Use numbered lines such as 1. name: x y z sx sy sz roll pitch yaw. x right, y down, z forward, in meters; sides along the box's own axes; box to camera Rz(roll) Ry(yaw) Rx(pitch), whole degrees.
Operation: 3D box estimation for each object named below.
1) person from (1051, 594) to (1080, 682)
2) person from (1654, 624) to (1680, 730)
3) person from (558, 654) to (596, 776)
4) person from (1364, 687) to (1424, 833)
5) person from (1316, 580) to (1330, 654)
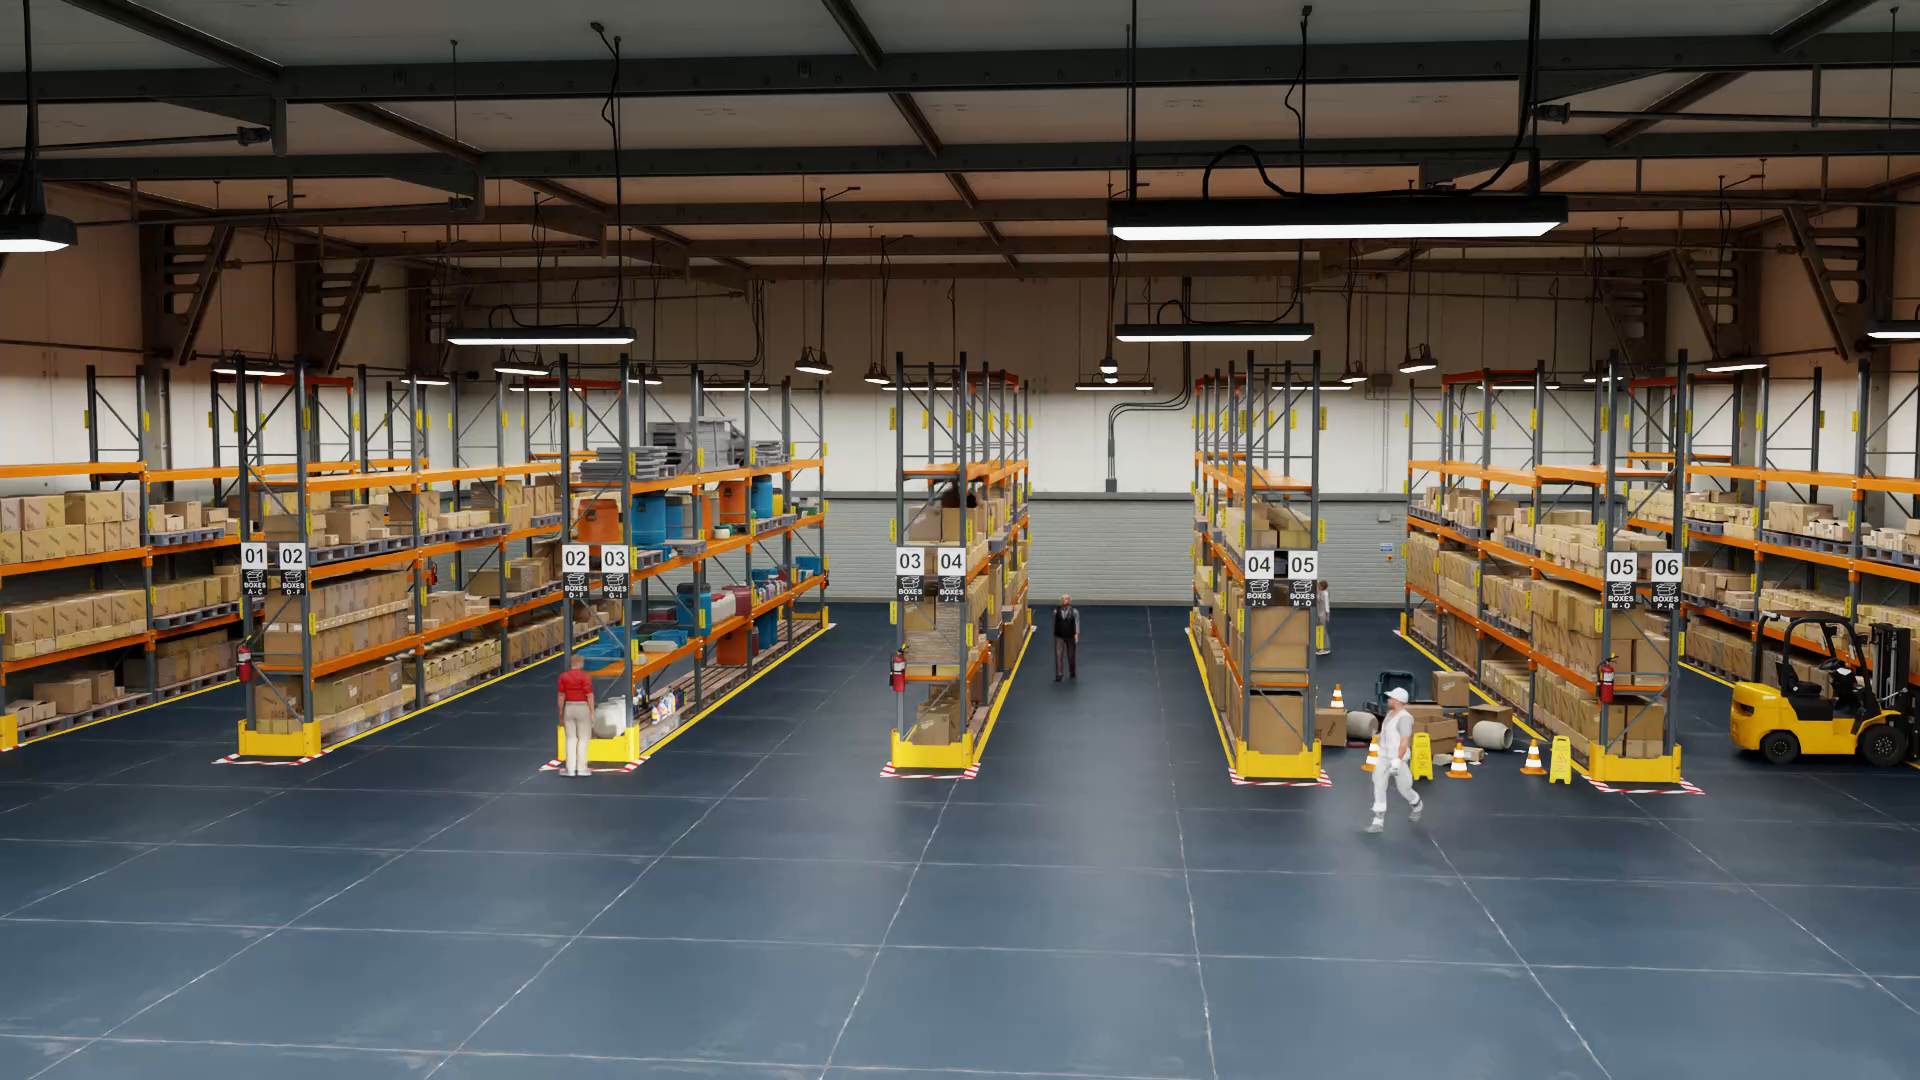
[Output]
1. person: 2.029 1.884 32.063 0.575 1.677 1.014 1 4 11
2. person: 11.364 2.228 26.859 0.498 1.764 0.620 3 5 34
3. person: -5.411 2.521 23.524 0.590 1.661 0.395 1 4 14
4. person: 5.340 2.677 20.324 0.481 1.765 0.981 4 6 45
5. person: 7.818 1.654 35.861 0.344 1.603 0.472 0 4 6
